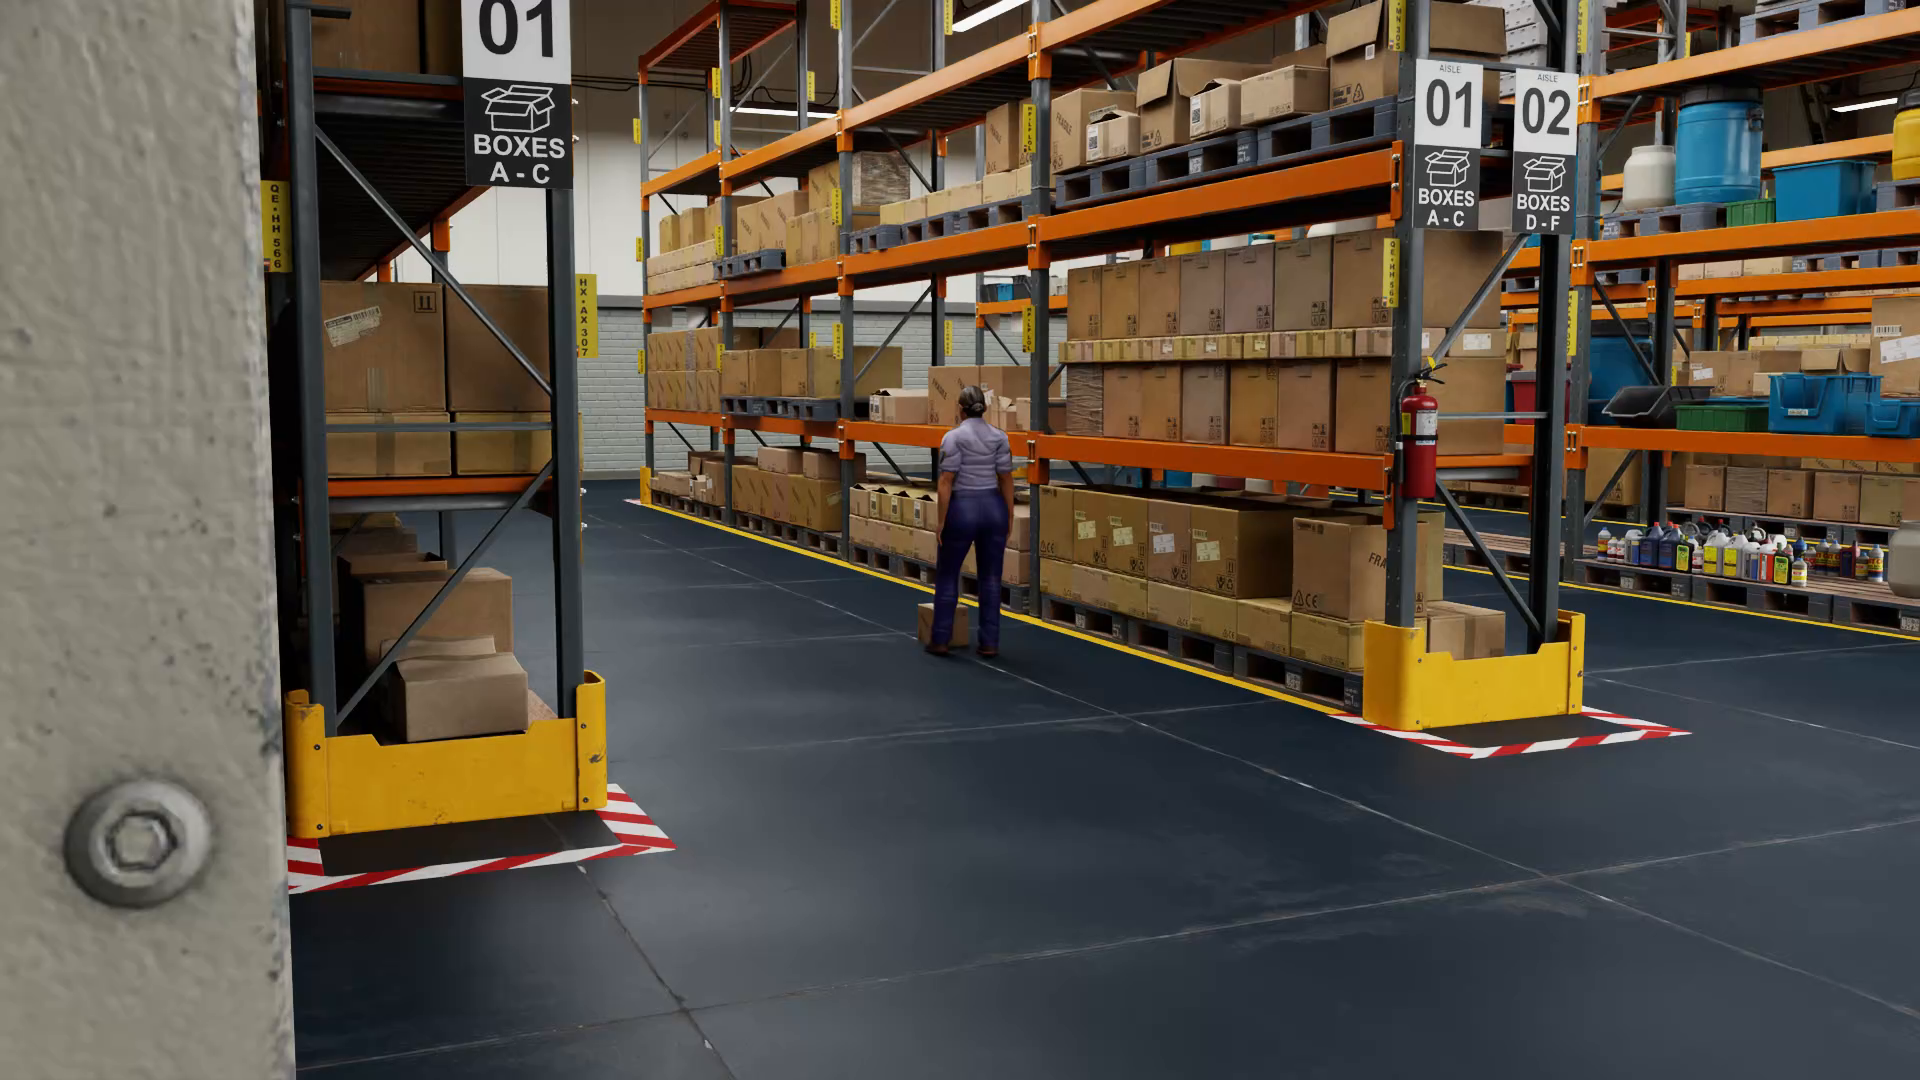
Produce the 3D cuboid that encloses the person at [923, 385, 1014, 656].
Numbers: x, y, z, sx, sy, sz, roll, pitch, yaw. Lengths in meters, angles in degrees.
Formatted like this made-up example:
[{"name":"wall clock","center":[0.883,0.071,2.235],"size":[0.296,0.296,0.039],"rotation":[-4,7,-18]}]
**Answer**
[{"name":"person","center":[0.059,-0.119,10.213],"size":[0.504,1.655,0.526],"rotation":[-2,6,-17]}]
